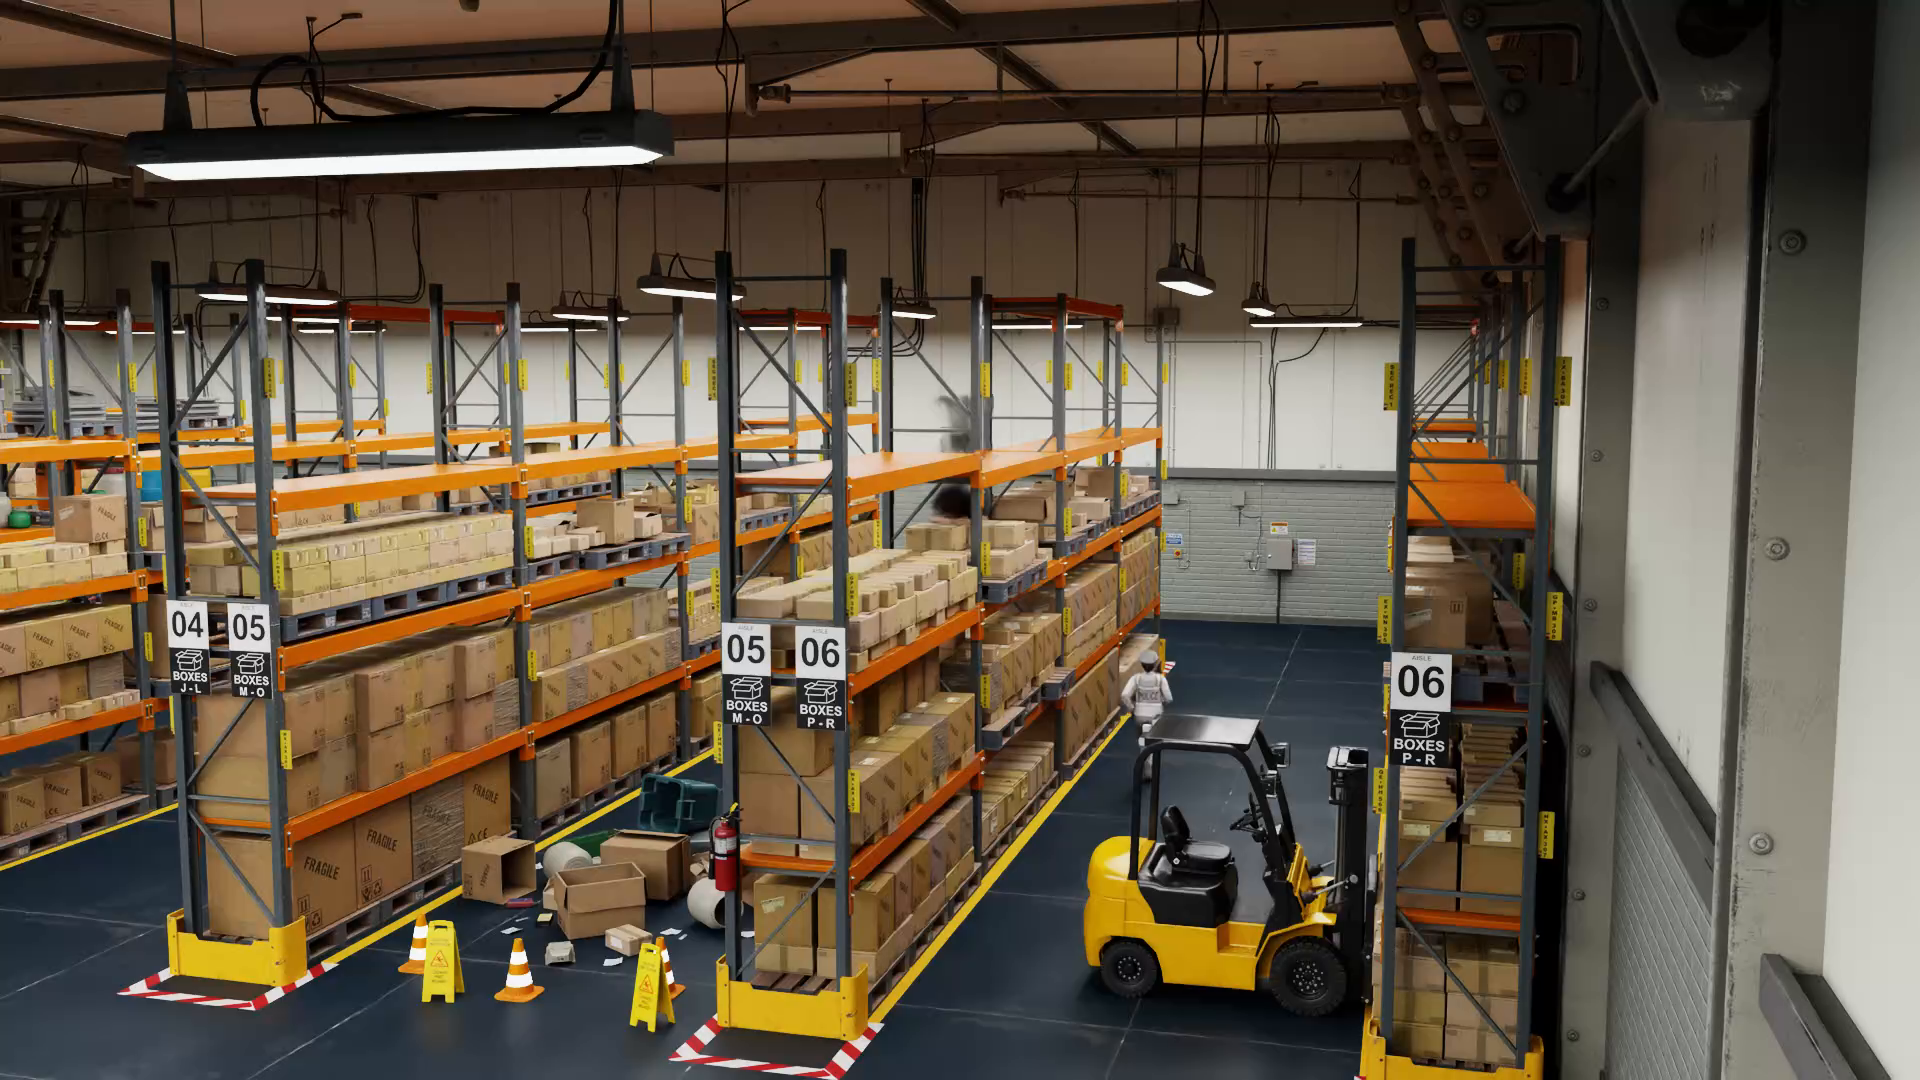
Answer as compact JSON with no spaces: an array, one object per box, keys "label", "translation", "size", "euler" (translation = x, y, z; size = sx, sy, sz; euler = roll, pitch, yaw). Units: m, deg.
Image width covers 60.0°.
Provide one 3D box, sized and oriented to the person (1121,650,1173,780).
[{"label":"person","translation":[2.295,2.204,20.411],"size":[0.627,1.698,0.761],"euler":[1,6,11]}]
